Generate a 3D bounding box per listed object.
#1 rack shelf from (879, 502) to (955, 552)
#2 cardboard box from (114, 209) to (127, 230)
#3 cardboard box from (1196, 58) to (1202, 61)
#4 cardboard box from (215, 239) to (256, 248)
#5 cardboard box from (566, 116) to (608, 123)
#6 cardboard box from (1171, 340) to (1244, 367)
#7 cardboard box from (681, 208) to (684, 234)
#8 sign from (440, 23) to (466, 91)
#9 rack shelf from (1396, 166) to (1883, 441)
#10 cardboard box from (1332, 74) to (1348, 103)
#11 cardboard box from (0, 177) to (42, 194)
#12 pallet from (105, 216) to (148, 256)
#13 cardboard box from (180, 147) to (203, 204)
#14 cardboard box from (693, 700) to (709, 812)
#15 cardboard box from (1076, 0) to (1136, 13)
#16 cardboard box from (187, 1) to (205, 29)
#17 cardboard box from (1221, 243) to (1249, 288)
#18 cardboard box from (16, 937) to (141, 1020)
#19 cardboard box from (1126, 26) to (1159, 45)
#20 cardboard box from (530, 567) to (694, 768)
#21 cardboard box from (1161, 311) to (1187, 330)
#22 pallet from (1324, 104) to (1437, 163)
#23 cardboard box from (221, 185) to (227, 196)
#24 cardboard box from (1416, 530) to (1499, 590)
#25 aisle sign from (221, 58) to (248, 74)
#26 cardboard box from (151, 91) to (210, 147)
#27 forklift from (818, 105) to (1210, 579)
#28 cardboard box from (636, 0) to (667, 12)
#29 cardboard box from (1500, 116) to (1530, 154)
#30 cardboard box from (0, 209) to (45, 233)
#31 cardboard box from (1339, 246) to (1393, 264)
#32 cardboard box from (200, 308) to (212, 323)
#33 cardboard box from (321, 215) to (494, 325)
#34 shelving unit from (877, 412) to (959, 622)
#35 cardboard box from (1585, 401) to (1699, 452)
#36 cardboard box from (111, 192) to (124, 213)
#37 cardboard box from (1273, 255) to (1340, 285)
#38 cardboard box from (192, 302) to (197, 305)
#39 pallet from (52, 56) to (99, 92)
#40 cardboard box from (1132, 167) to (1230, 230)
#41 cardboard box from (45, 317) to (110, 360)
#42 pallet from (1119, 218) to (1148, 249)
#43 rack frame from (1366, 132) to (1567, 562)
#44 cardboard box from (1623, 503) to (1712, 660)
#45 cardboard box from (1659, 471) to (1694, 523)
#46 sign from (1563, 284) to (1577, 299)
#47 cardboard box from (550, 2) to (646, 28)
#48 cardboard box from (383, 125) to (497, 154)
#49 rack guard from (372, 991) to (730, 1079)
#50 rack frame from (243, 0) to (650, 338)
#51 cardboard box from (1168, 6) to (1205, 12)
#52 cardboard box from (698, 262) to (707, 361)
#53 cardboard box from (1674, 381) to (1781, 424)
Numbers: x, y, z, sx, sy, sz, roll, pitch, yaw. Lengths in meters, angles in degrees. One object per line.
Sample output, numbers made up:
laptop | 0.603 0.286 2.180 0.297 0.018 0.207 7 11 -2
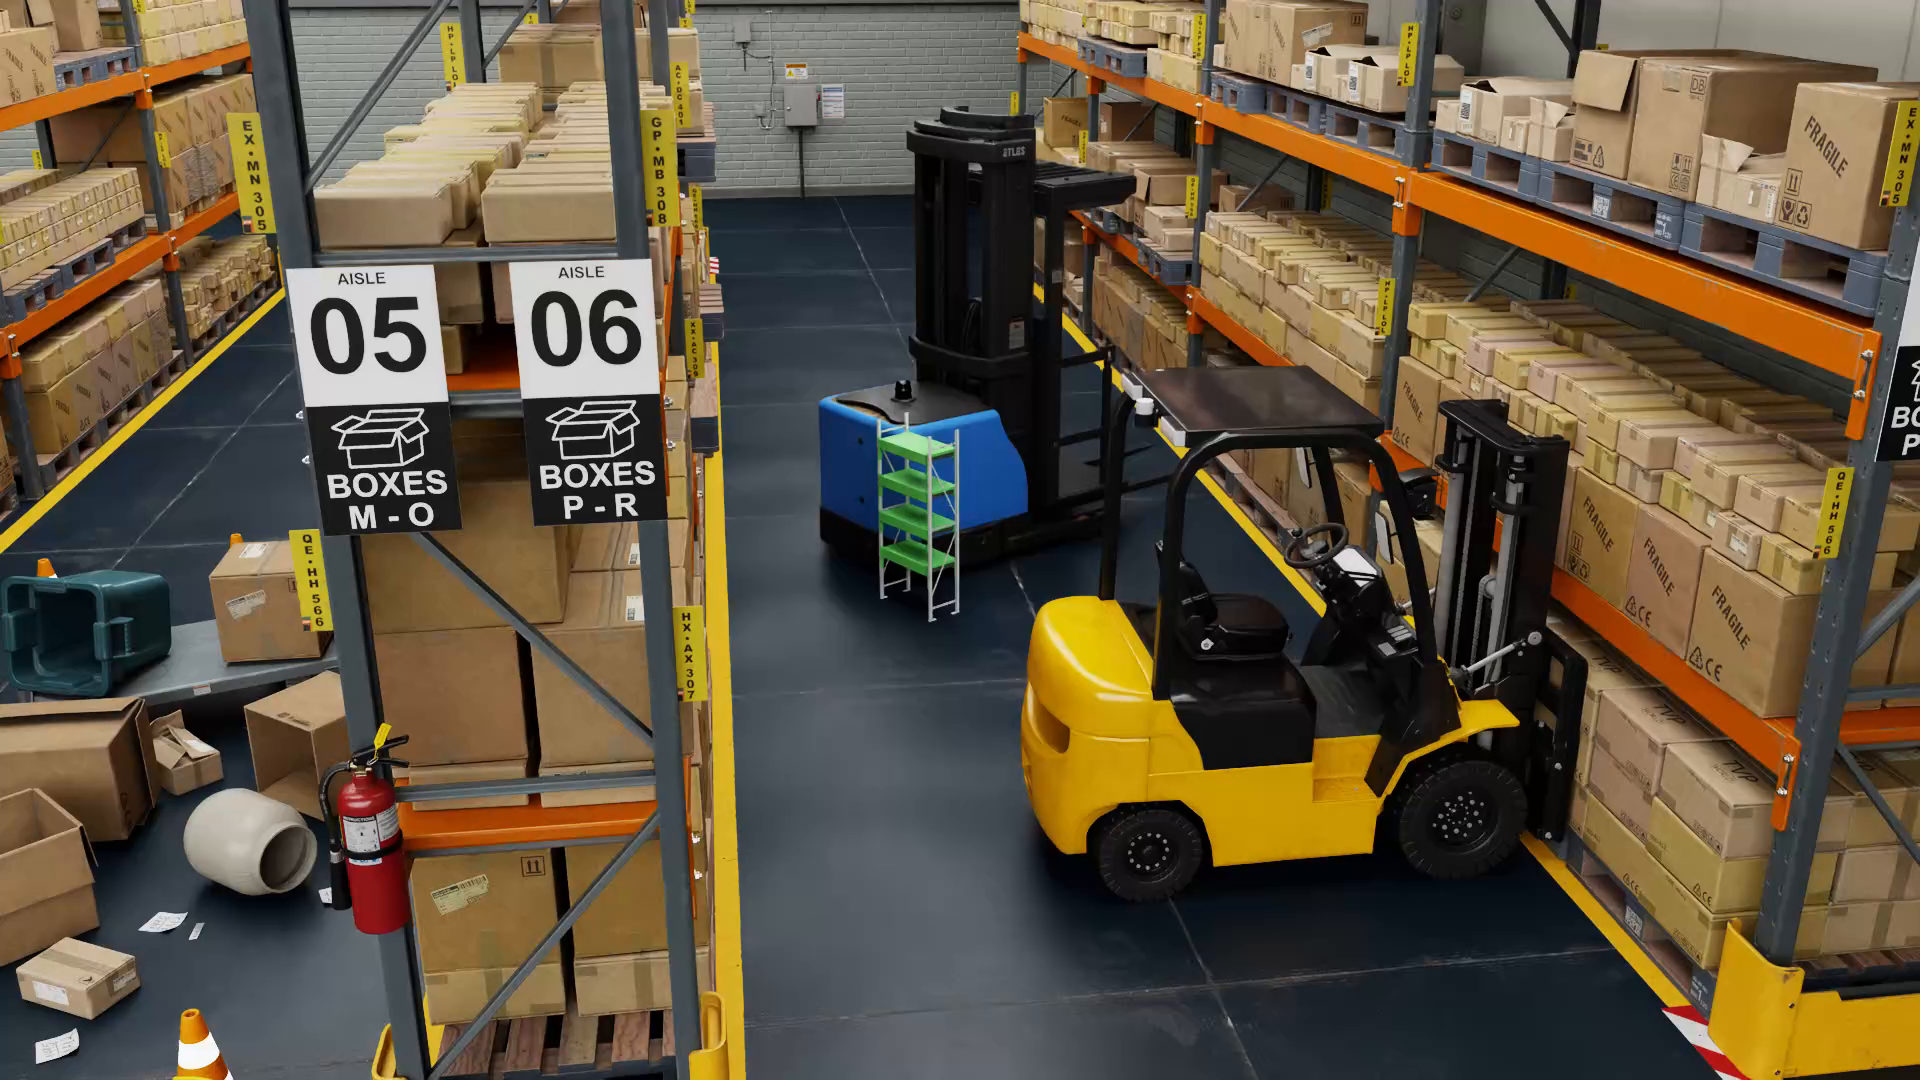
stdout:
rack shelf | -0.260 -0.084 10.410 0.258 0.148 0.480 -17 26 -38
cardboard box | -7.677 -2.853 14.827 0.380 0.149 0.250 -3 21 -8
cardboard box | 2.080 -3.862 13.126 0.380 0.149 0.250 -2 21 -7
cardboard box | -8.272 -3.342 19.002 0.380 0.149 0.250 -3 21 -7
cardboard box | -1.385 -1.623 6.707 0.380 0.149 0.250 -3 21 -7
cardboard box | 2.096 -1.391 14.125 0.500 0.500 0.500 -2 21 -6
cardboard box | -2.027 -2.112 10.989 0.380 0.149 0.250 -4 21 -10
sign | -2.514 -2.395 8.254 0.100 0.325 0.005 -3 21 -8
rack shelf | 3.235 -1.220 7.437 1.077 0.370 4.000 -3 21 -8
cardboard box | 2.487 -2.741 10.097 0.380 0.149 0.250 -3 21 -8
cardboard box | -8.320 -3.091 14.614 0.380 0.149 0.250 -3 21 -7
pallet | -8.036 -2.716 14.976 1.003 0.211 1.213 -3 21 -8
cardboard box | -7.903 -3.619 16.552 0.500 0.500 0.500 -3 21 -8
cardboard box | -1.379 0.876 7.342 0.500 0.500 0.500 -3 21 -7
cardboard box | 1.482 -5.485 16.903 0.500 0.250 0.500 -3 21 -8
cardboard box | -8.053 -5.356 16.981 0.500 0.250 0.500 -4 21 -10
cardboard box | 2.263 -2.054 12.428 0.500 0.250 0.500 -2 21 -6
cardboard box | -3.576 1.776 6.749 0.380 0.149 0.250 8 22 20
cardboard box | 1.689 -4.491 14.782 0.380 0.149 0.250 -2 21 -7
cardboard box | -1.182 0.428 5.715 0.500 0.500 0.500 -3 21 -9
cardboard box | 1.983 -1.904 14.571 0.380 0.149 0.250 -4 21 -10
pallet | 2.806 -2.465 10.015 0.805 0.209 1.217 -4 21 -10
cardboard box | -8.154 -3.796 17.952 0.380 0.149 0.250 -4 21 -10
cardboard box | 2.769 0.139 8.956 0.500 0.250 0.500 -3 21 -8
aisle sign | -8.292 -5.721 19.032 0.394 0.787 0.004 -3 21 -8
cardboard box | -7.958 -4.256 16.827 0.500 0.500 0.500 -3 21 -7
forklift | 0.503 -1.511 11.572 3.031 2.935 1.130 -15 25 -35
cardboard box | -2.995 -5.273 16.373 0.500 0.500 0.500 -3 21 -7
cardboard box | 2.821 -1.939 7.949 0.380 0.149 0.250 -2 21 -6
cardboard box | -7.410 -2.490 13.005 0.380 0.149 0.250 -4 21 -10
cardboard box | 2.857 -1.947 11.572 0.380 0.149 0.250 -2 21 -6
cardboard box | -7.862 -2.257 16.947 0.380 0.149 0.250 -3 21 -8
cardboard box | -1.729 -0.846 5.196 0.500 0.250 0.500 -3 21 -8
shelving unit | -0.260 -0.144 10.388 0.258 1.200 0.503 -17 26 -38
cardboard box | 2.979 -0.500 7.272 0.380 0.149 0.250 -3 21 -7
cardboard box | -7.677 -2.991 14.772 0.380 0.149 0.250 -2 21 -5
cardboard box | 2.349 -1.831 11.262 0.380 0.149 0.250 -3 21 -9
cardboard box | -7.863 -2.303 16.645 0.380 0.149 0.250 -3 21 -7
pallet | -7.866 -3.817 13.631 1.213 0.211 1.003 -3 21 -8
cardboard box | 1.951 -3.030 14.795 0.797 0.503 0.637 -3 21 -9
cardboard box | -7.417 -1.669 13.797 0.500 0.250 0.500 -3 21 -7
pallet | 2.085 -2.813 15.234 1.003 0.211 1.213 -3 21 -8
rack frame | 2.946 -0.844 9.690 1.000 3.000 0.127 -3 21 -8
cardboard box | 3.126 0.156 6.867 0.500 0.500 0.500 -2 21 -6
cardboard box | 3.128 -0.182 6.848 0.380 0.149 0.250 -3 21 -8
sign | 3.495 -1.316 9.601 0.100 0.325 0.005 -3 21 -8
cardboard box | -2.745 -3.751 12.437 0.797 0.503 0.637 -4 21 -11
cardboard box | -1.984 -1.500 6.379 0.380 0.149 0.250 -2 21 -6
rack guard | -1.399 1.937 5.816 1.175 0.500 0.348 -3 21 -8
rack frame | -1.389 -2.018 4.259 1.000 3.000 0.127 -3 21 -8
cardboard box | 2.087 -4.737 15.015 0.380 0.149 0.250 -3 21 -7
cardboard box | -2.812 -2.041 15.330 0.875 0.875 0.875 -2 21 -6
cardboard box | 3.491 -0.614 7.577 0.380 0.149 0.250 -3 21 -7
